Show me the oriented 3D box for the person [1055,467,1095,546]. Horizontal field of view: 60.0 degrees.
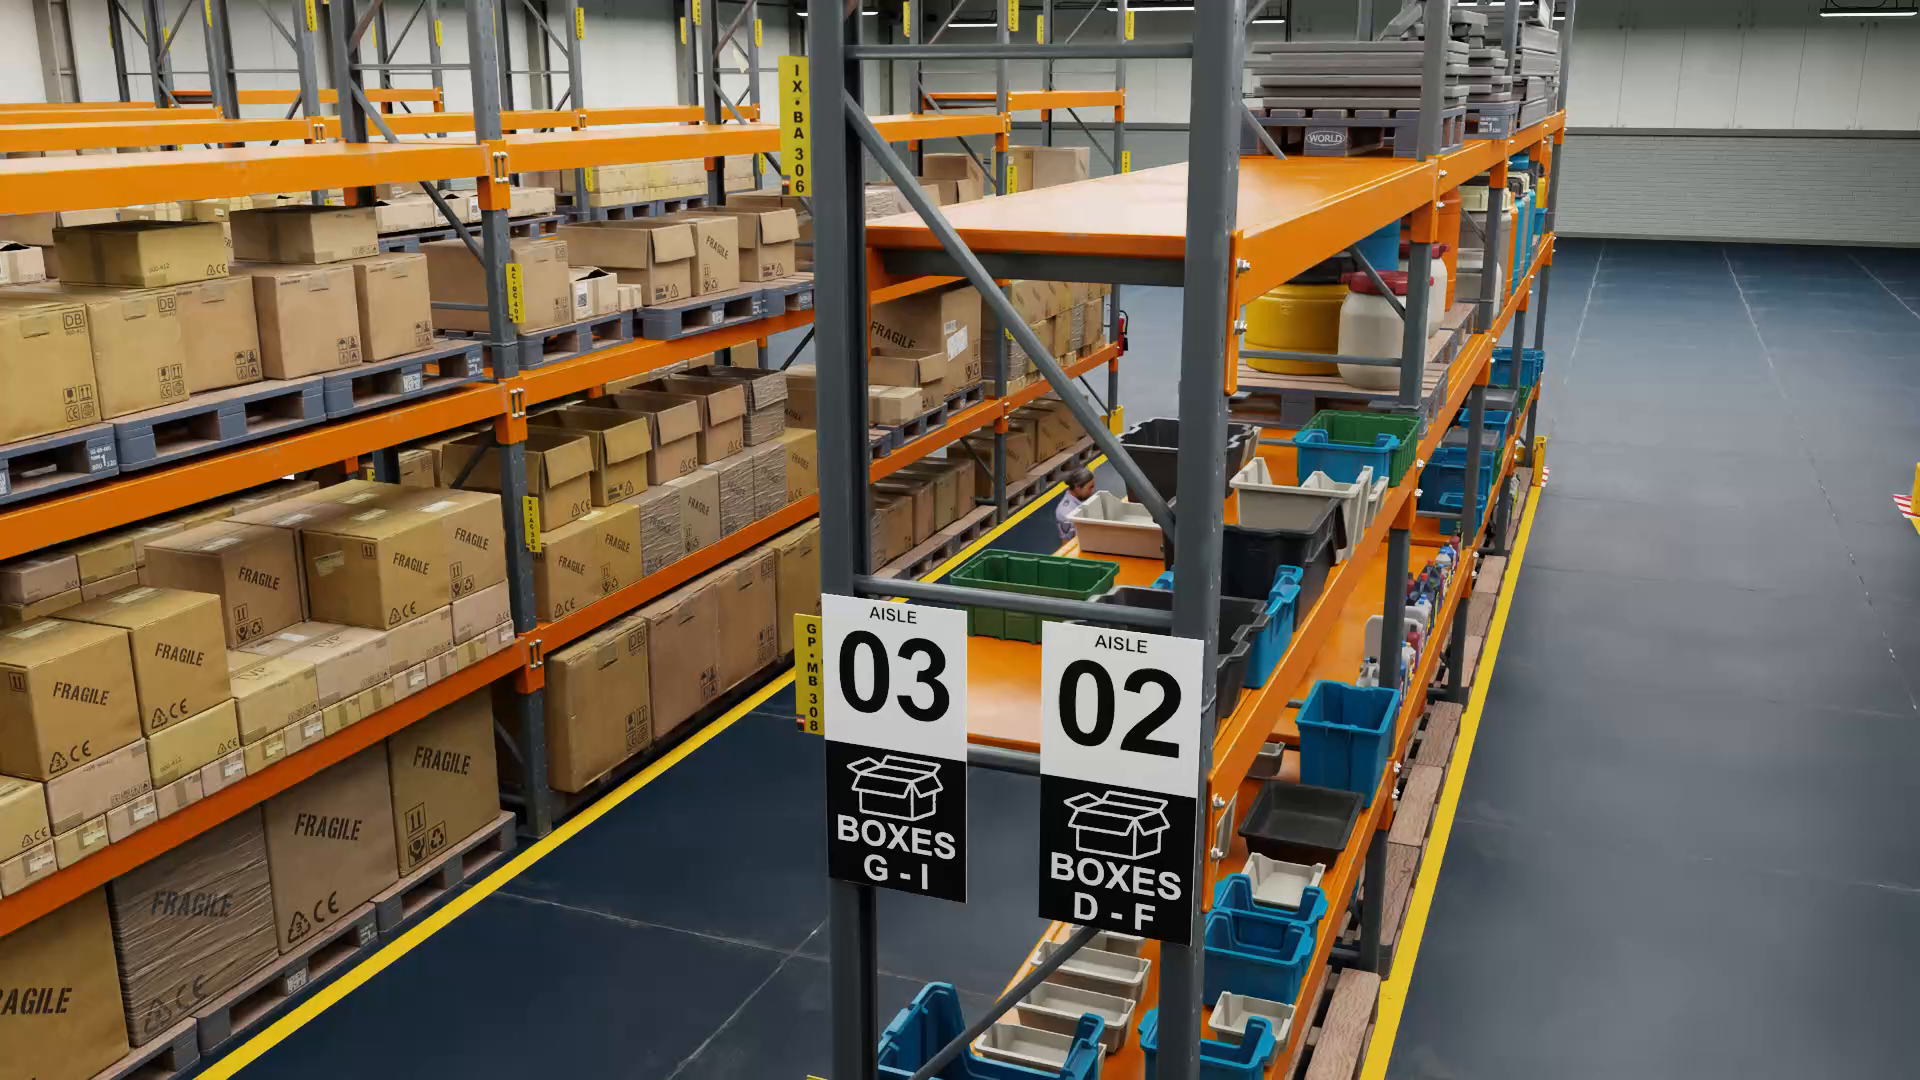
[{"bbox_3d":[0.894,0.242,12.712,0.339,1.640,0.474,6,17,22],"label":"person"}]
